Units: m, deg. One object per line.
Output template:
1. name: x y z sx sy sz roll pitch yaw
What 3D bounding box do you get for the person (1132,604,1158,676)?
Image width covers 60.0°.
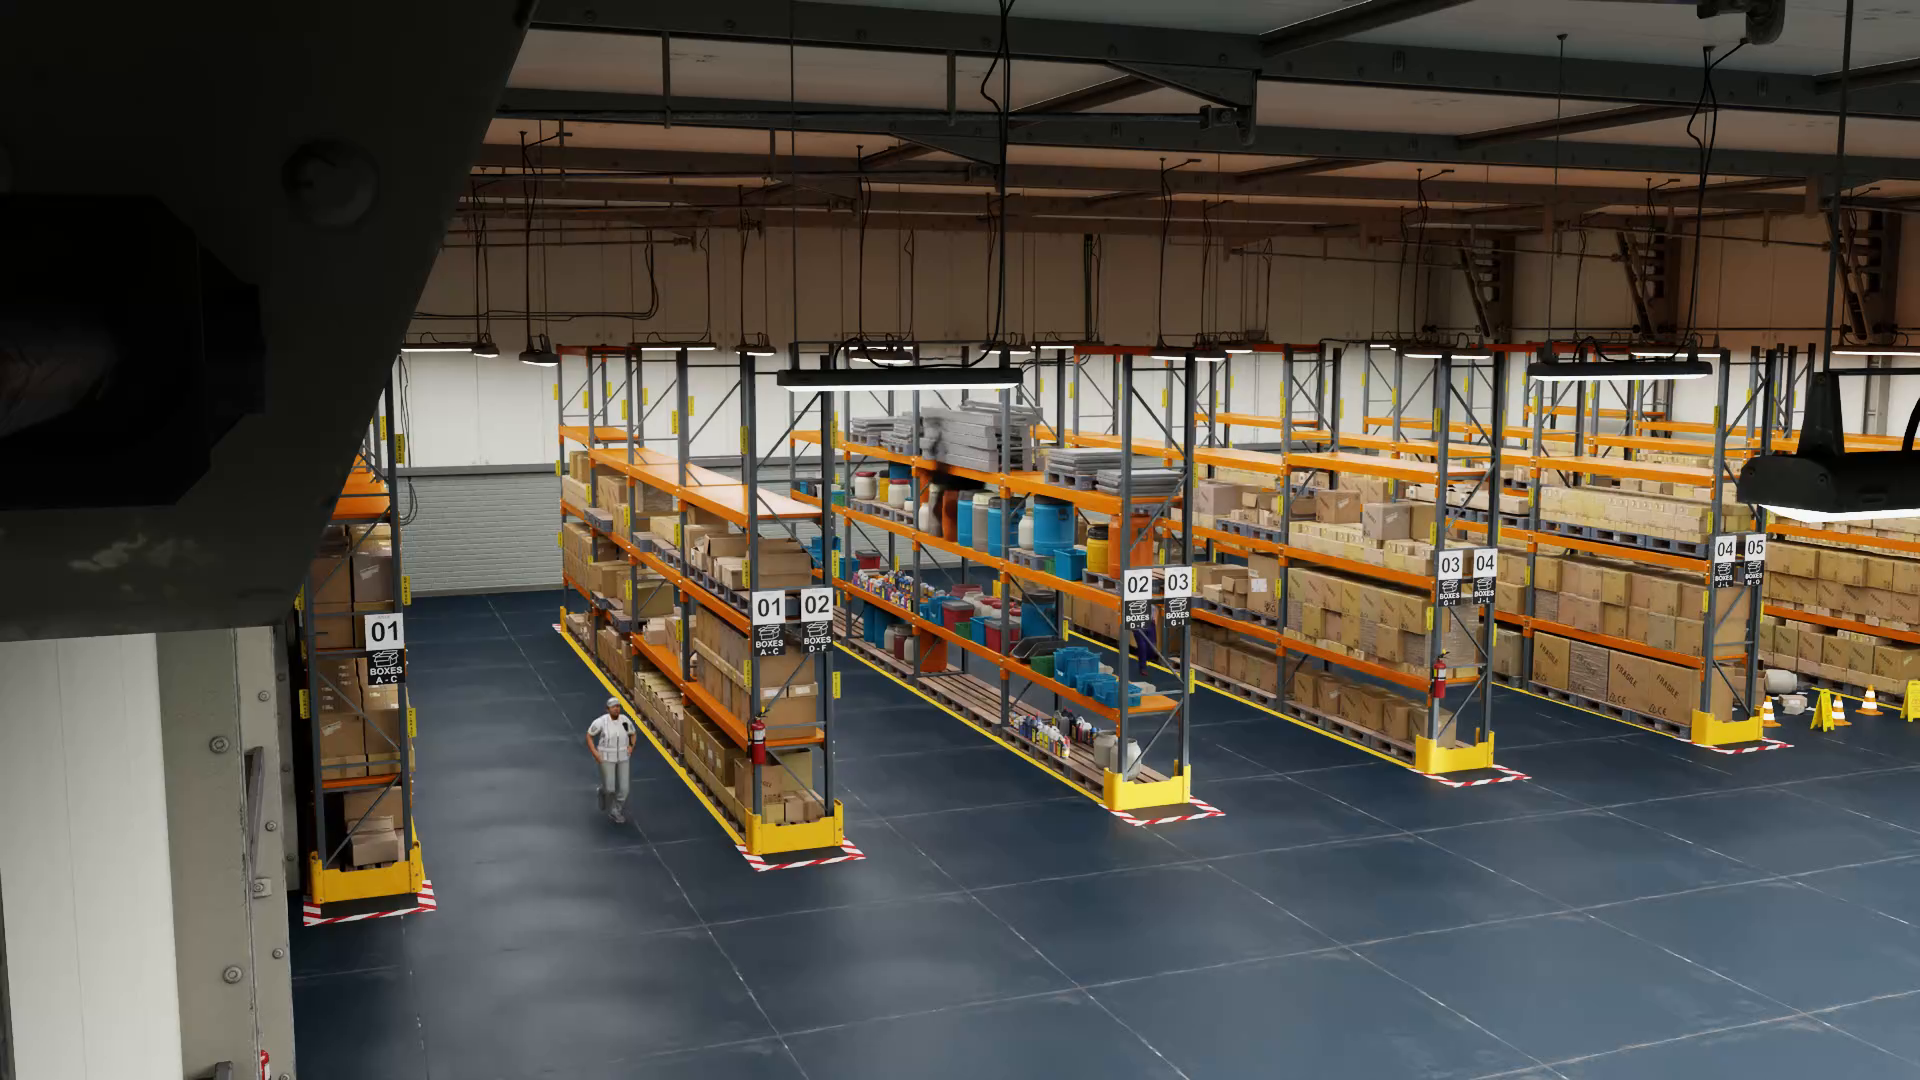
1. person: 3.216 1.563 29.122 0.608 1.611 0.530 -2 8 -18

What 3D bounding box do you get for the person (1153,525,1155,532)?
1. person: 4.684 0.363 40.838 0.538 1.621 0.700 7 10 43

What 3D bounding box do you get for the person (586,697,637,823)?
1. person: -4.446 2.824 21.387 0.657 1.628 0.531 -4 8 -30
